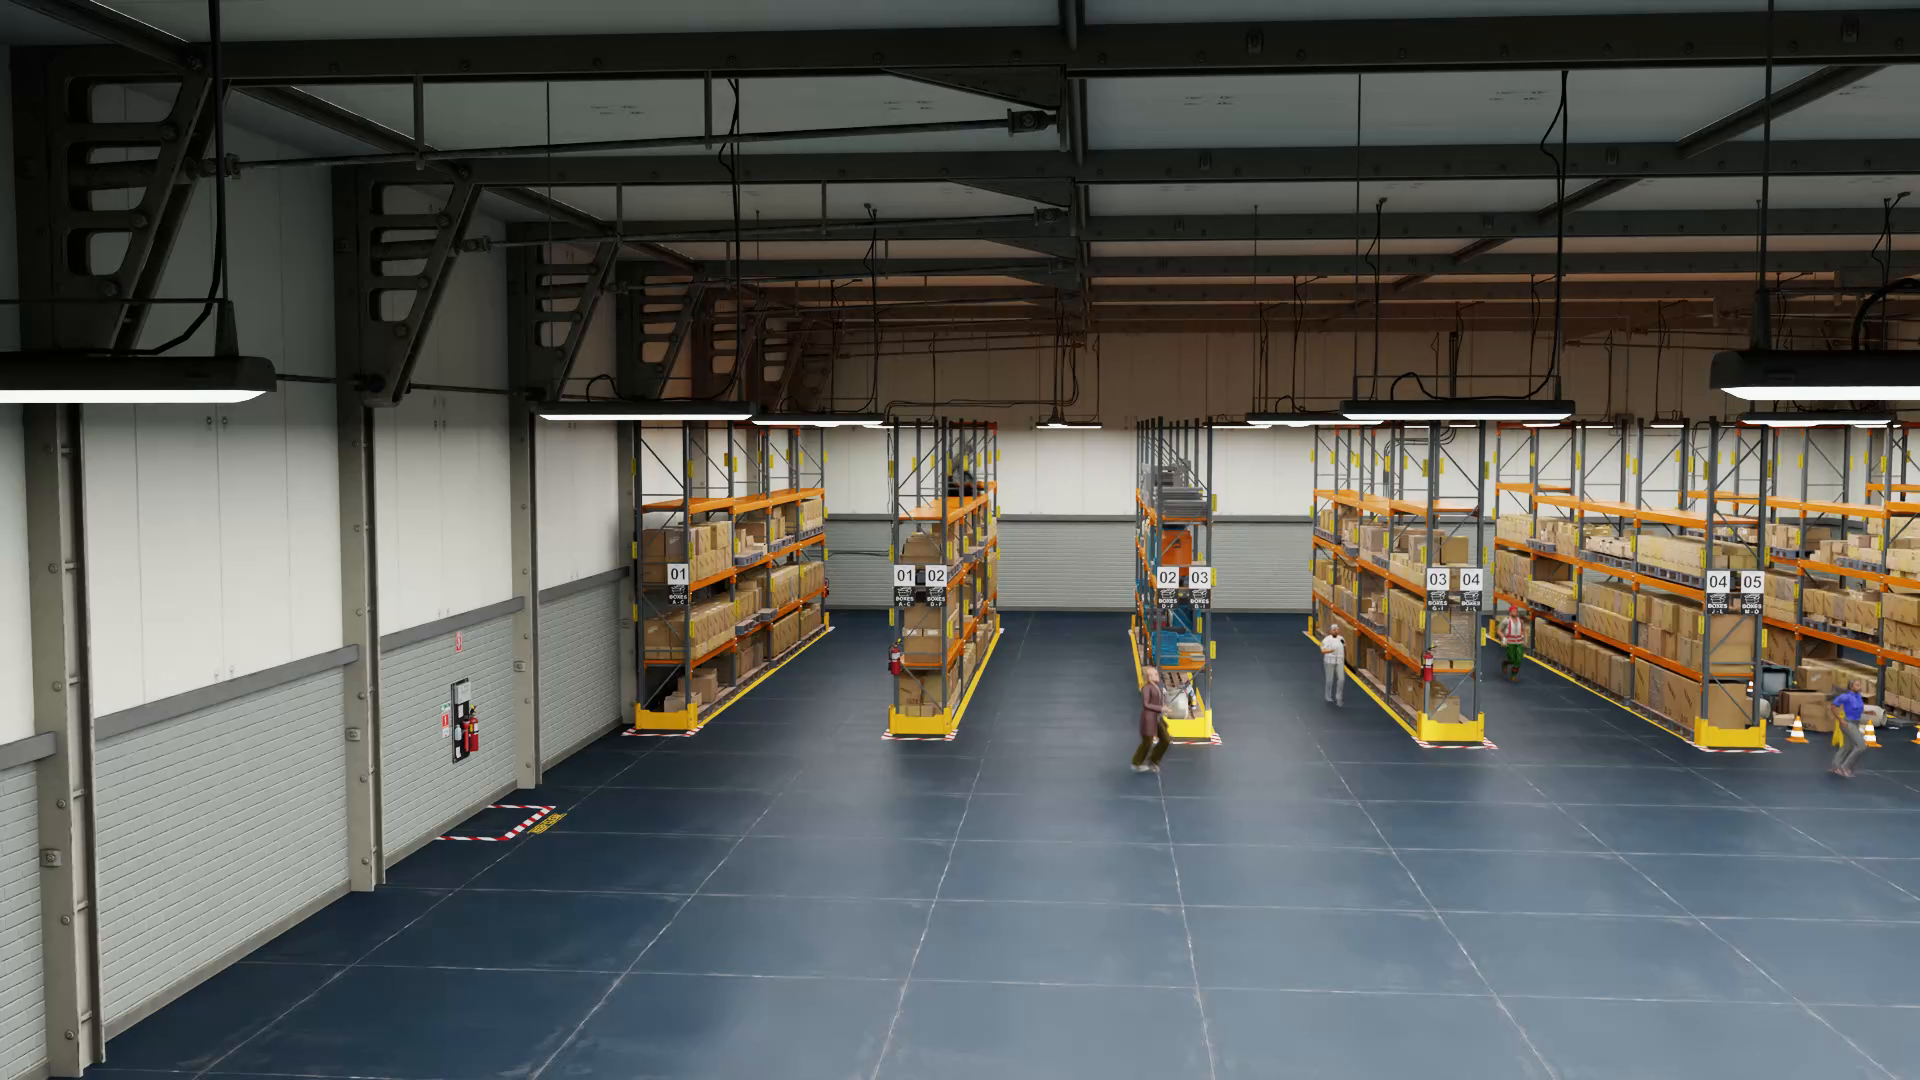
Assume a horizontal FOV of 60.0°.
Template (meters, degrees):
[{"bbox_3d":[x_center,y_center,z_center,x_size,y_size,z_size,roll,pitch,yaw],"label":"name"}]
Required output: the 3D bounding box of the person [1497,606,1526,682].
[{"bbox_3d":[12.671,2.368,38.133,0.658,1.740,0.606,-1,4,-8],"label":"person"}]

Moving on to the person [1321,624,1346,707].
[{"bbox_3d":[7.841,2.620,34.844,0.579,1.719,0.708,0,4,1],"label":"person"}]

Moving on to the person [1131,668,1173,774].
[{"bbox_3d":[3.231,3.043,27.768,0.779,1.831,0.740,2,4,32],"label":"person"}]

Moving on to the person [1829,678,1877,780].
[{"bbox_3d":[14.749,3.123,27.461,0.548,1.684,0.683,-3,5,-39],"label":"person"}]
